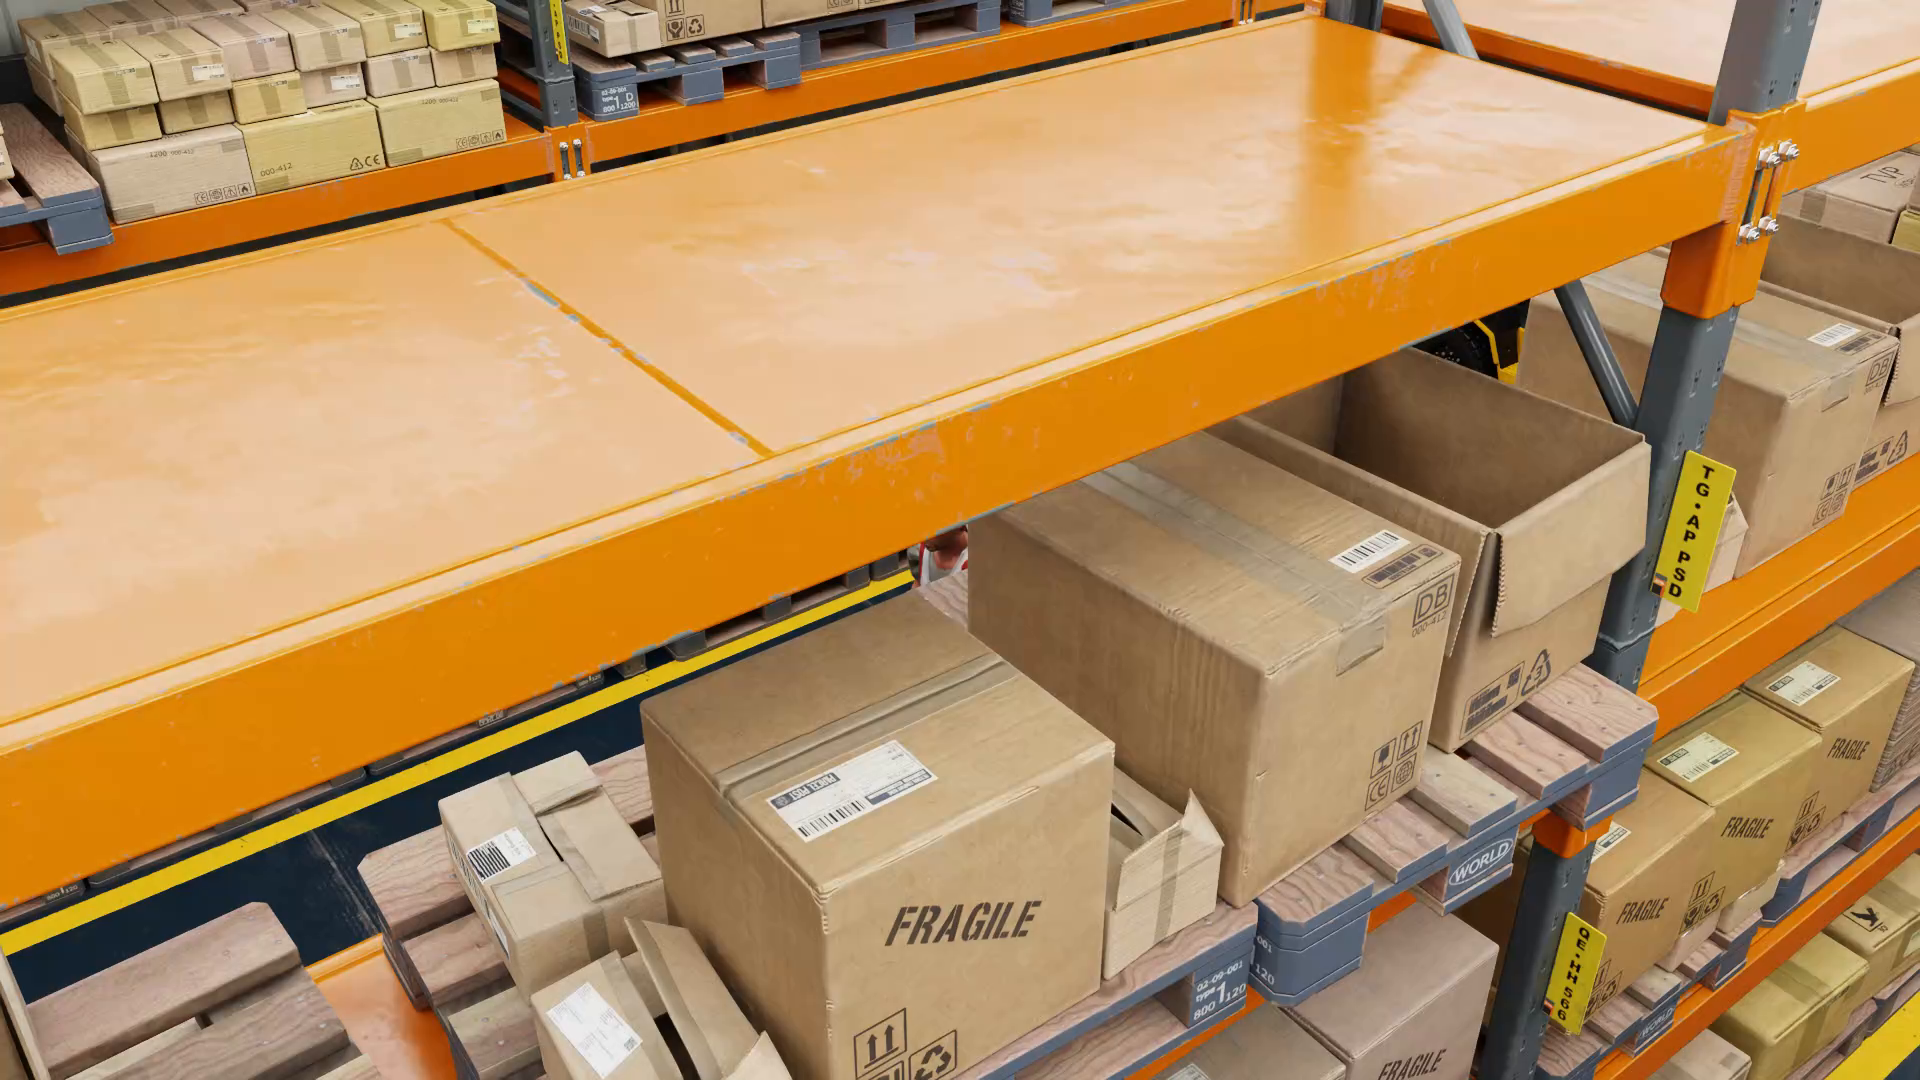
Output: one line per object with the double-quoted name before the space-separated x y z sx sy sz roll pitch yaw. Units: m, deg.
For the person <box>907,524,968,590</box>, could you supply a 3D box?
"person" -0.032 0.506 6.970 0.446 1.780 0.620 -25 39 -34
